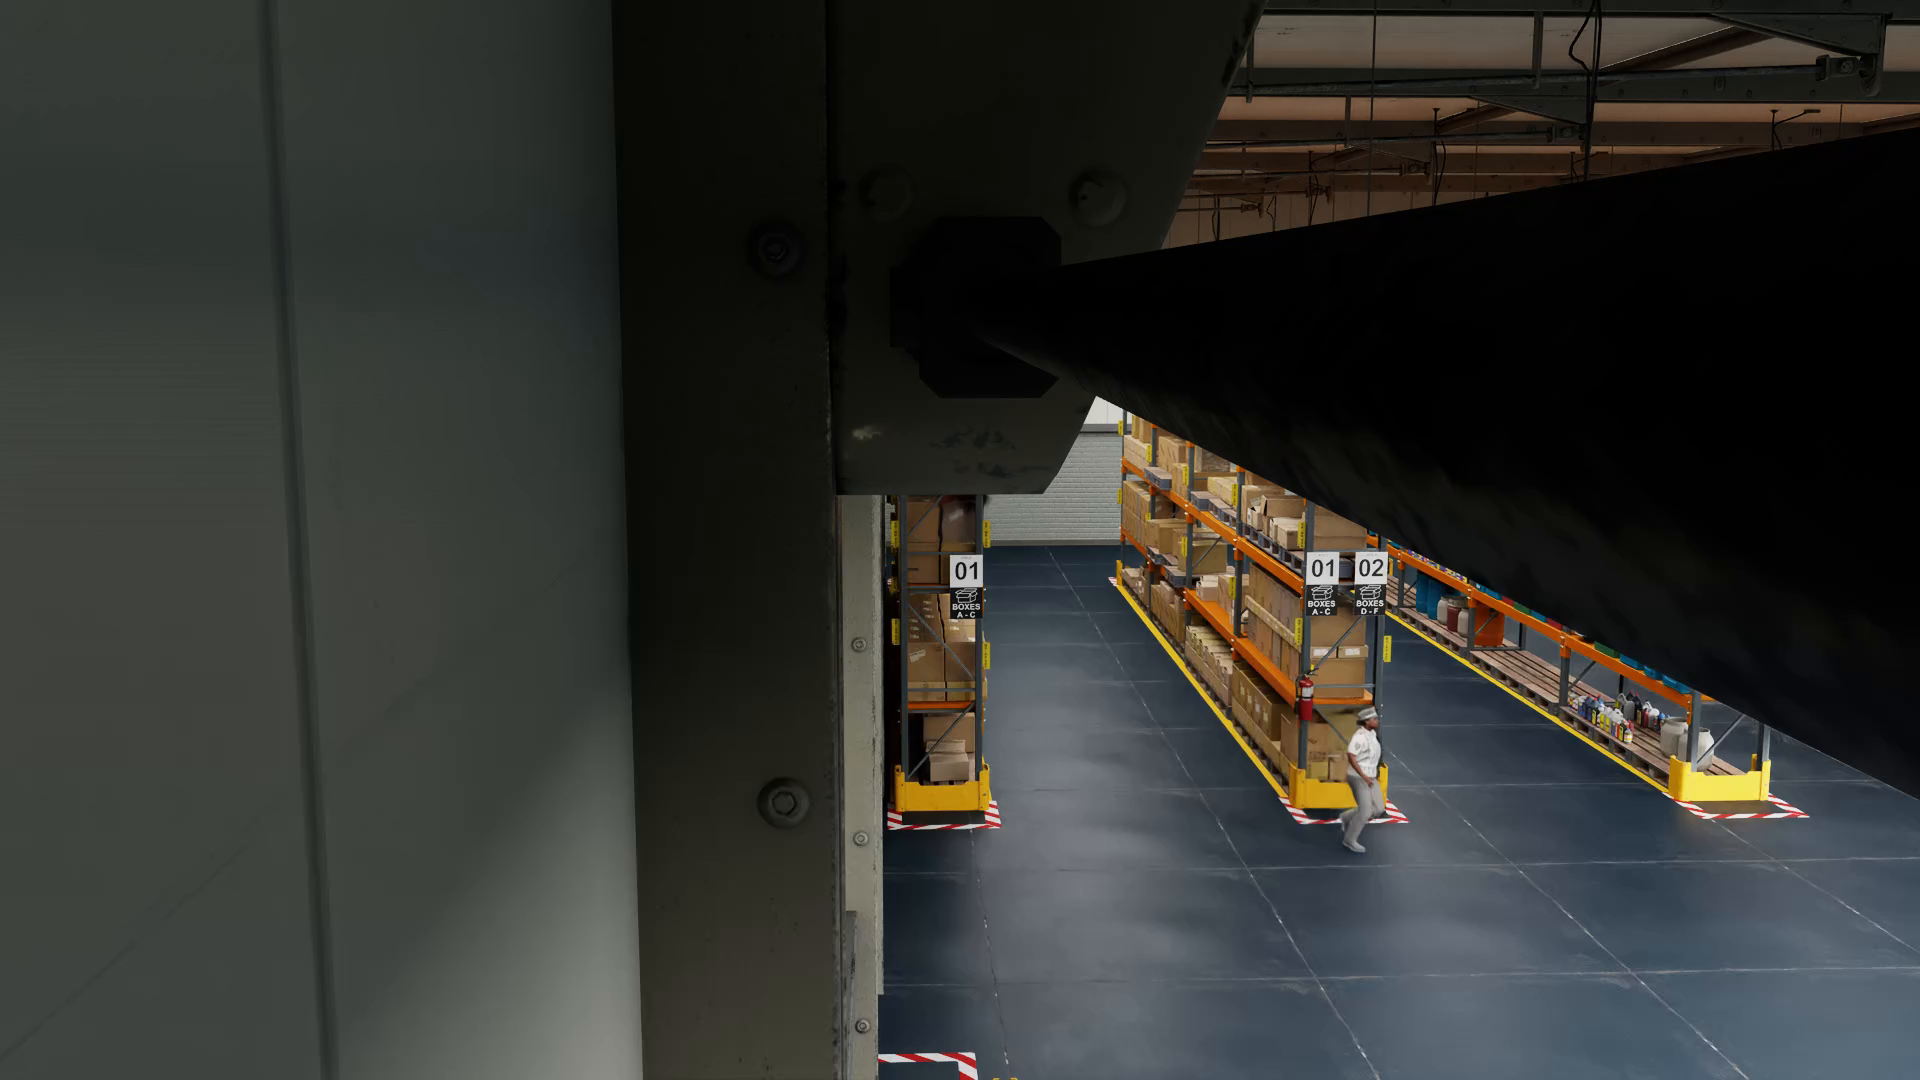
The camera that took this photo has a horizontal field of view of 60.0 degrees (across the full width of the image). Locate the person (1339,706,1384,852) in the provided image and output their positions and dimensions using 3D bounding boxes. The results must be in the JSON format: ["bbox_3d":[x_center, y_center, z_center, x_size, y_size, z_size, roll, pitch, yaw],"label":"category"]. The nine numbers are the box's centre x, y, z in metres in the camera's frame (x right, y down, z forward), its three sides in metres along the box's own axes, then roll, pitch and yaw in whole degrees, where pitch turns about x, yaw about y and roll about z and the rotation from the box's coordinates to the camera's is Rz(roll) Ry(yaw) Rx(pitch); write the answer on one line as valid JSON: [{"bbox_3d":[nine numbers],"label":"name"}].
[{"bbox_3d":[4.655,2.729,19.175,0.515,1.644,0.624,6,11,37],"label":"person"}]
